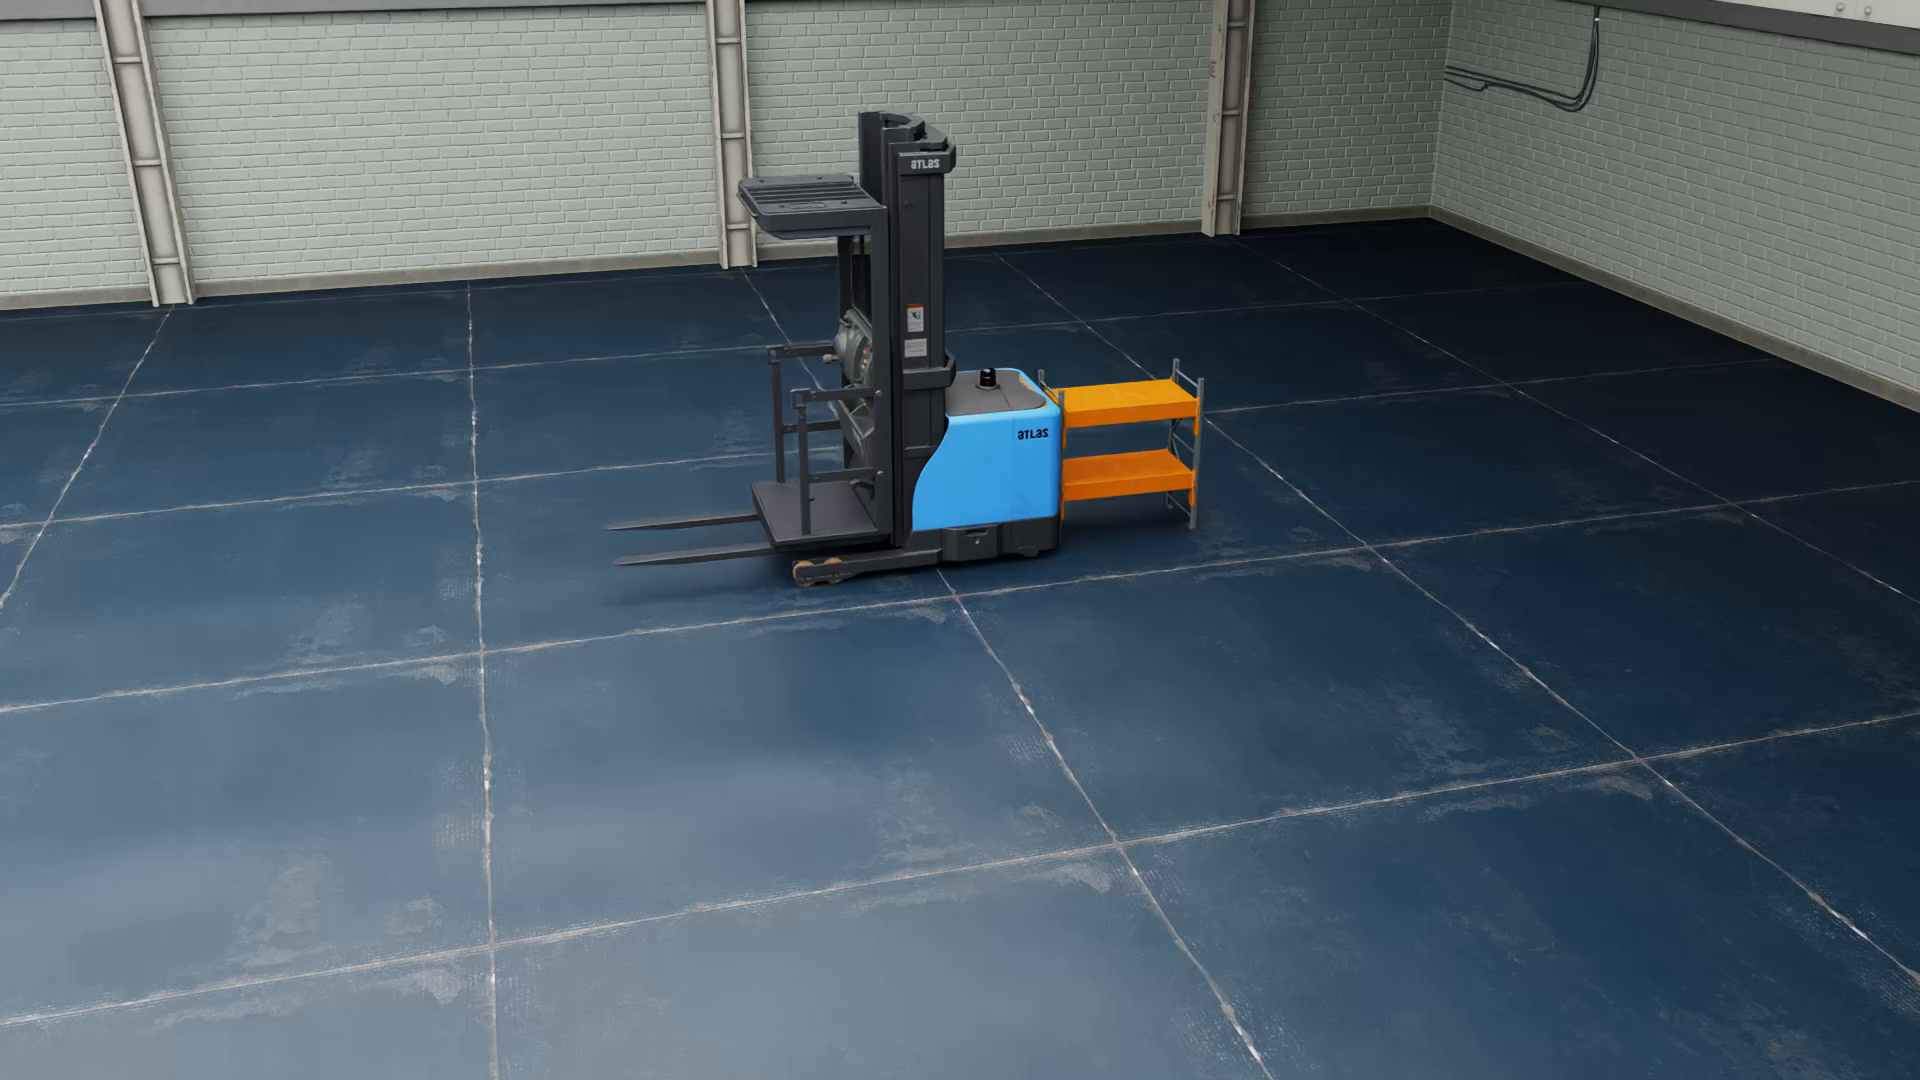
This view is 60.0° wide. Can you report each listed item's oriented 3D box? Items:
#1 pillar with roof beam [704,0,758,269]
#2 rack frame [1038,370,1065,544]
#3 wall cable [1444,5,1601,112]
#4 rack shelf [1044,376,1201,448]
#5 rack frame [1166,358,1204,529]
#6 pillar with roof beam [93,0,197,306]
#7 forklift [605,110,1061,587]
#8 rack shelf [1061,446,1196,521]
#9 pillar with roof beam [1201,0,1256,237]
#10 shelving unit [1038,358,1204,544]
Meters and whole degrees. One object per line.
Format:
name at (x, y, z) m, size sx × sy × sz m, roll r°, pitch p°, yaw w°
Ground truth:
pillar with roof beam at (-1.386, -5.672, 13.556) m, size 0.400 × 9.000 × 9.100 m, roll -6°, pitch 24°, yaw -14°
rack frame at (0.630, -0.585, 11.686) m, size 0.032 × 1.125 × 0.500 m, roll -6°, pitch 24°, yaw -14°
wall cable at (6.422, -6.330, 19.028) m, size 0.112 × 2.526 × 3.097 m, roll -6°, pitch 24°, yaw -14°
rack shelf at (1.120, -0.907, 11.694) m, size 1.000 × 0.278 × 0.538 m, roll -6°, pitch 24°, yaw -14°
rack frame at (1.610, -0.690, 11.933) m, size 0.032 × 1.125 × 0.500 m, roll -6°, pitch 24°, yaw -14°
pillar with roof beam at (-7.163, -5.032, 12.066) m, size 0.400 × 9.000 × 9.100 m, roll -6°, pitch 24°, yaw -14°
forklift at (-0.885, -1.270, 10.992) m, size 3.031 × 2.935 × 1.130 m, roll -6°, pitch 24°, yaw -14°
rack shelf at (1.120, -0.413, 11.906) m, size 1.000 × 0.278 × 0.538 m, roll -6°, pitch 24°, yaw -14°
pillar with roof beam at (4.391, -6.311, 15.045) m, size 0.400 × 9.000 × 9.100 m, roll -6°, pitch 24°, yaw -14°
shelving unit at (1.120, -0.638, 11.809) m, size 1.048 × 1.125 × 0.538 m, roll -6°, pitch 24°, yaw -14°
